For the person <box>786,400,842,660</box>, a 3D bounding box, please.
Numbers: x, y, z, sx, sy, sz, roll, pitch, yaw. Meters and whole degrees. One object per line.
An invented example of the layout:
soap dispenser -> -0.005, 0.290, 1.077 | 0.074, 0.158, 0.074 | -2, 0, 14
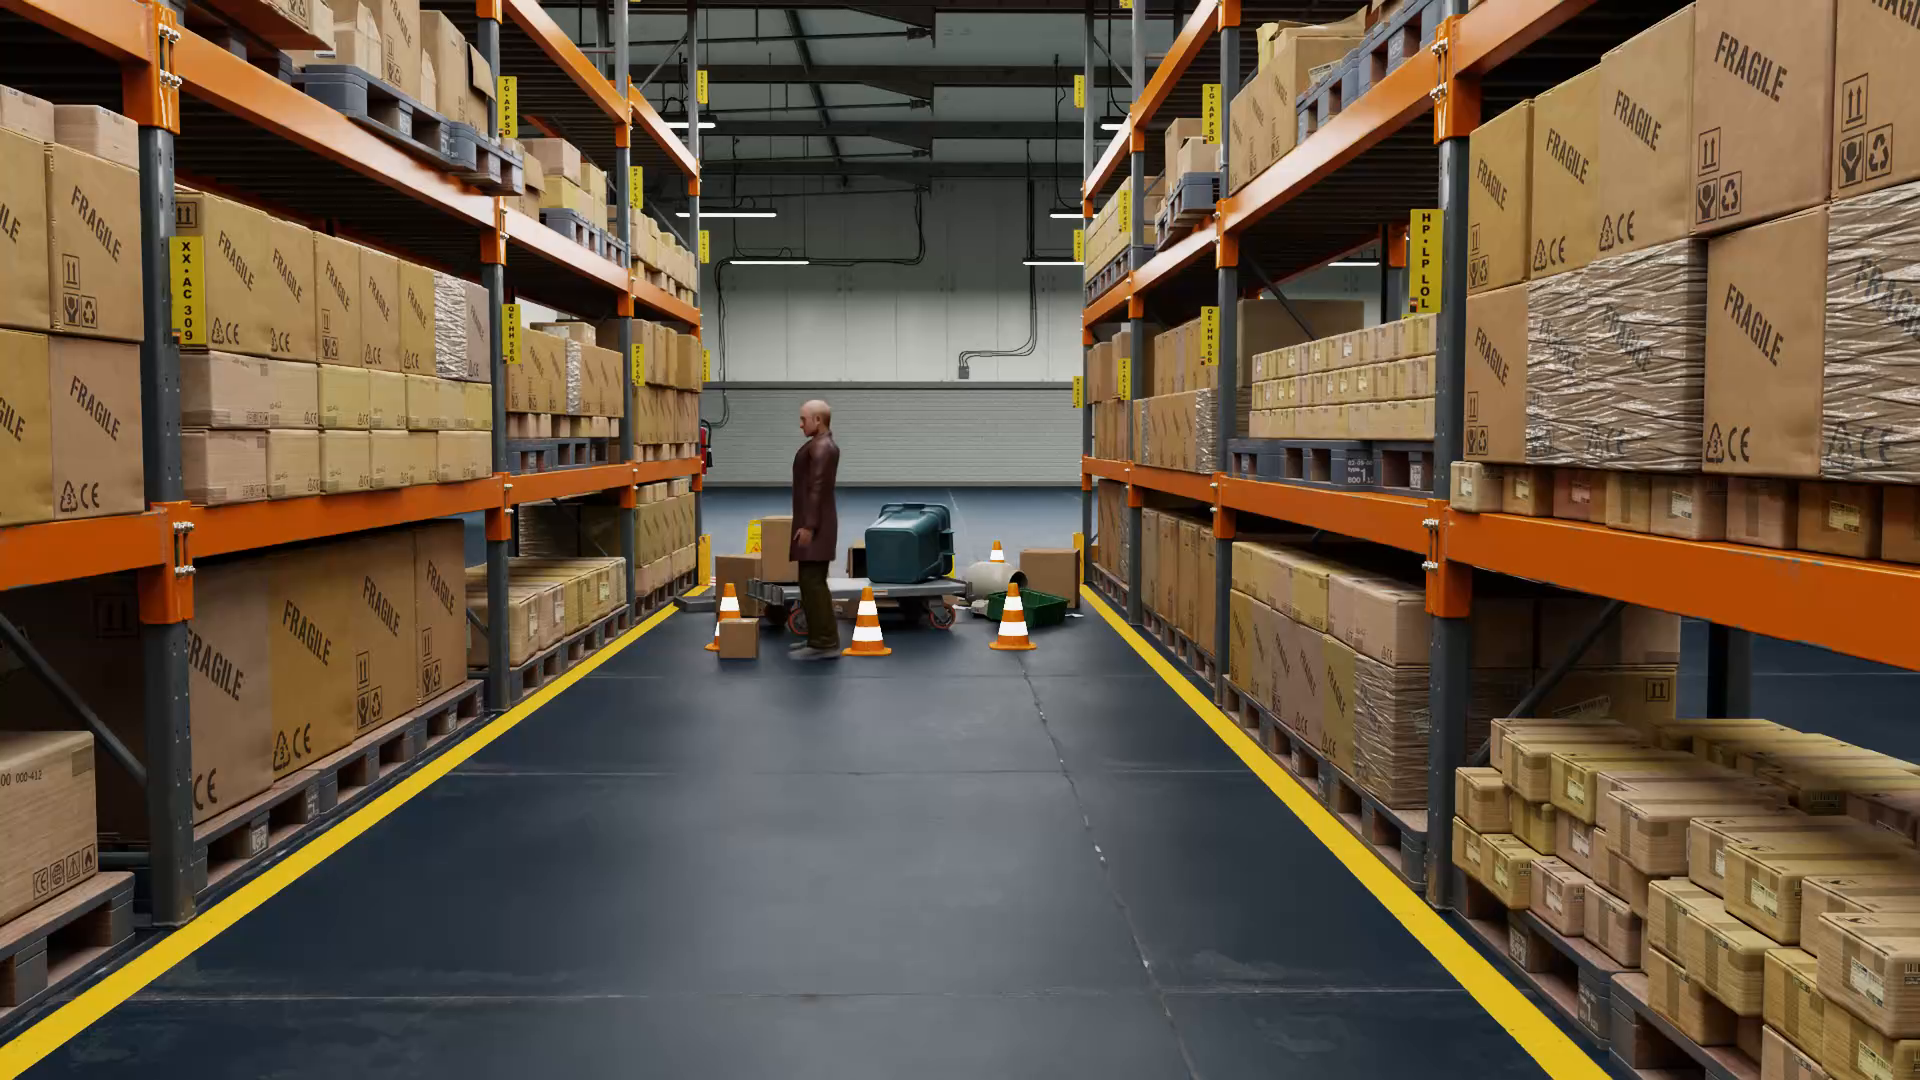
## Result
person -> -1.008, -0.071, 11.463 | 0.385, 1.787, 0.554 | 0, 4, 0
